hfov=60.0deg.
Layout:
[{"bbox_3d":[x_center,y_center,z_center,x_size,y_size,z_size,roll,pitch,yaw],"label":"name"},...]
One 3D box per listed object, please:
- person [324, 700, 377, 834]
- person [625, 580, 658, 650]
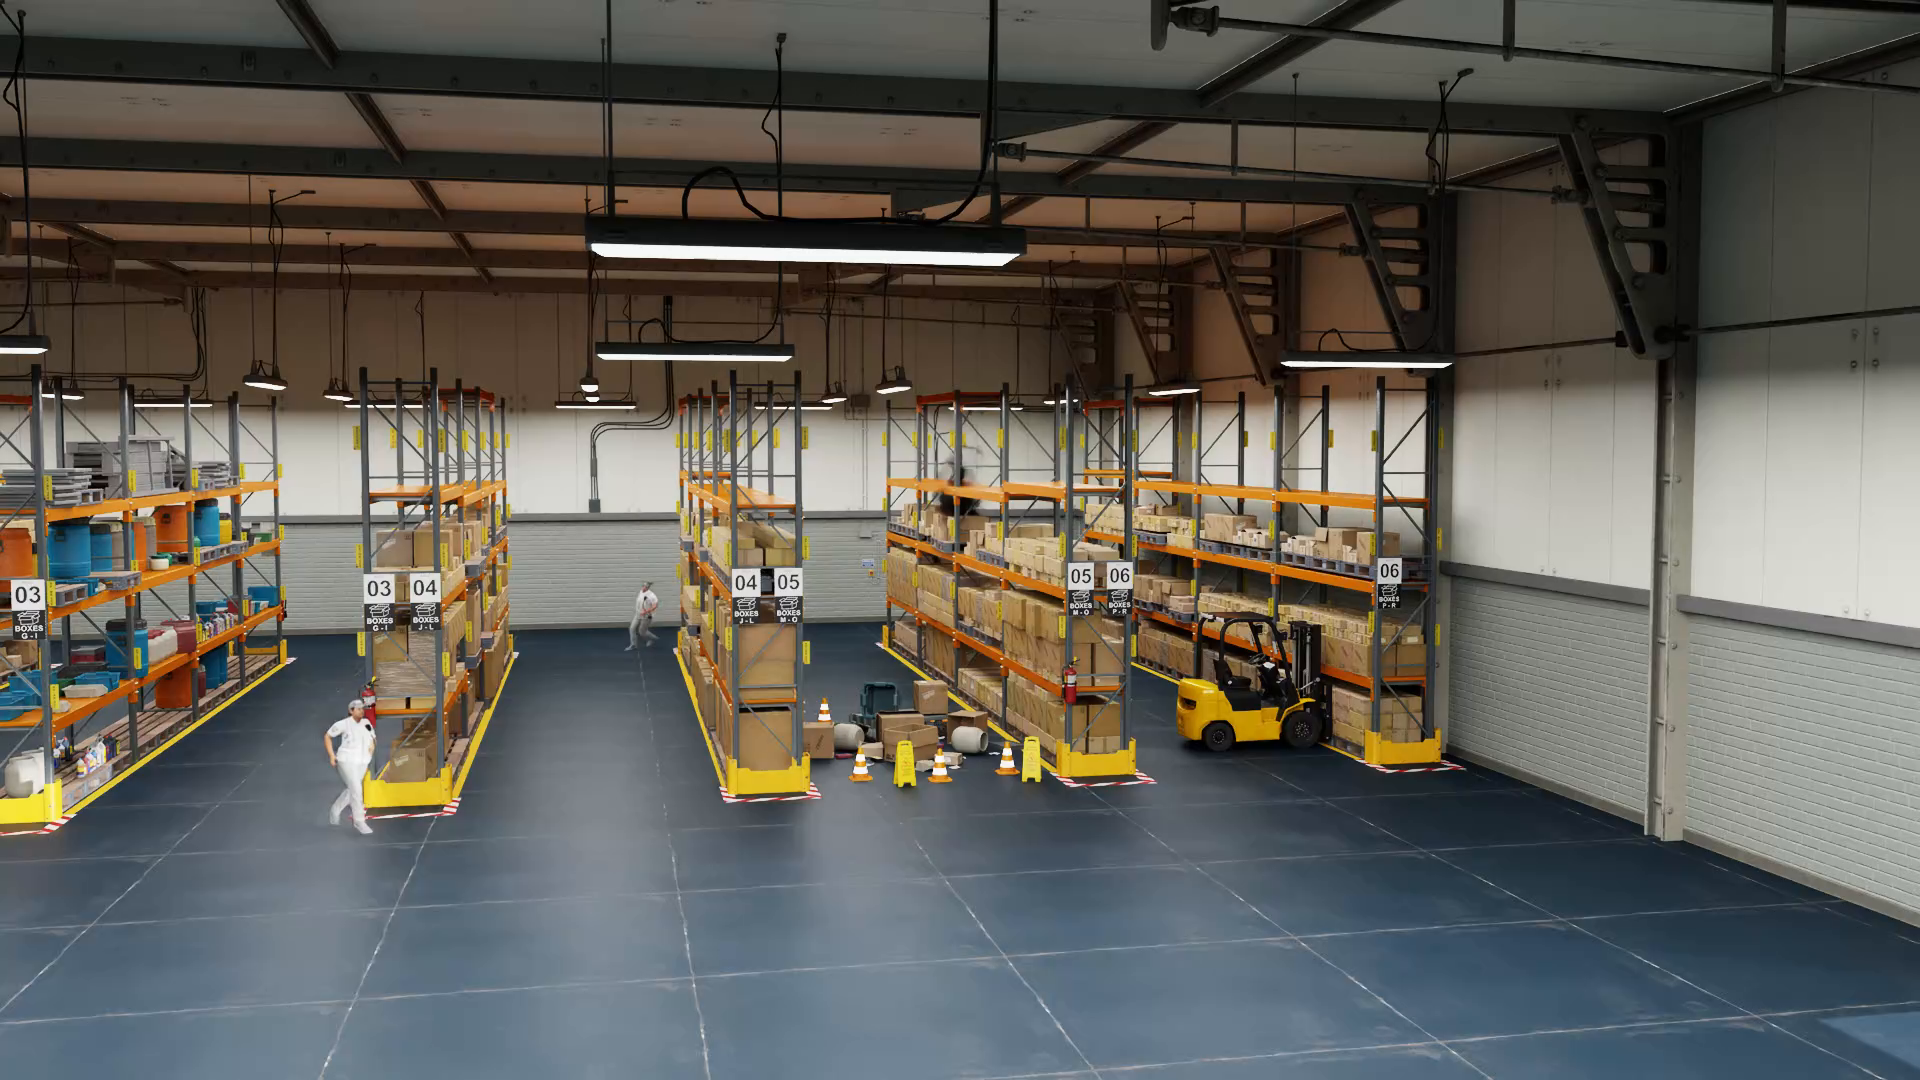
[{"bbox_3d":[-7.787,2.894,21.467,0.890,1.657,0.612,2,4,33],"label":"person"},{"bbox_3d":[-7.518,1.802,39.885,0.779,1.702,0.784,3,4,40],"label":"person"}]
